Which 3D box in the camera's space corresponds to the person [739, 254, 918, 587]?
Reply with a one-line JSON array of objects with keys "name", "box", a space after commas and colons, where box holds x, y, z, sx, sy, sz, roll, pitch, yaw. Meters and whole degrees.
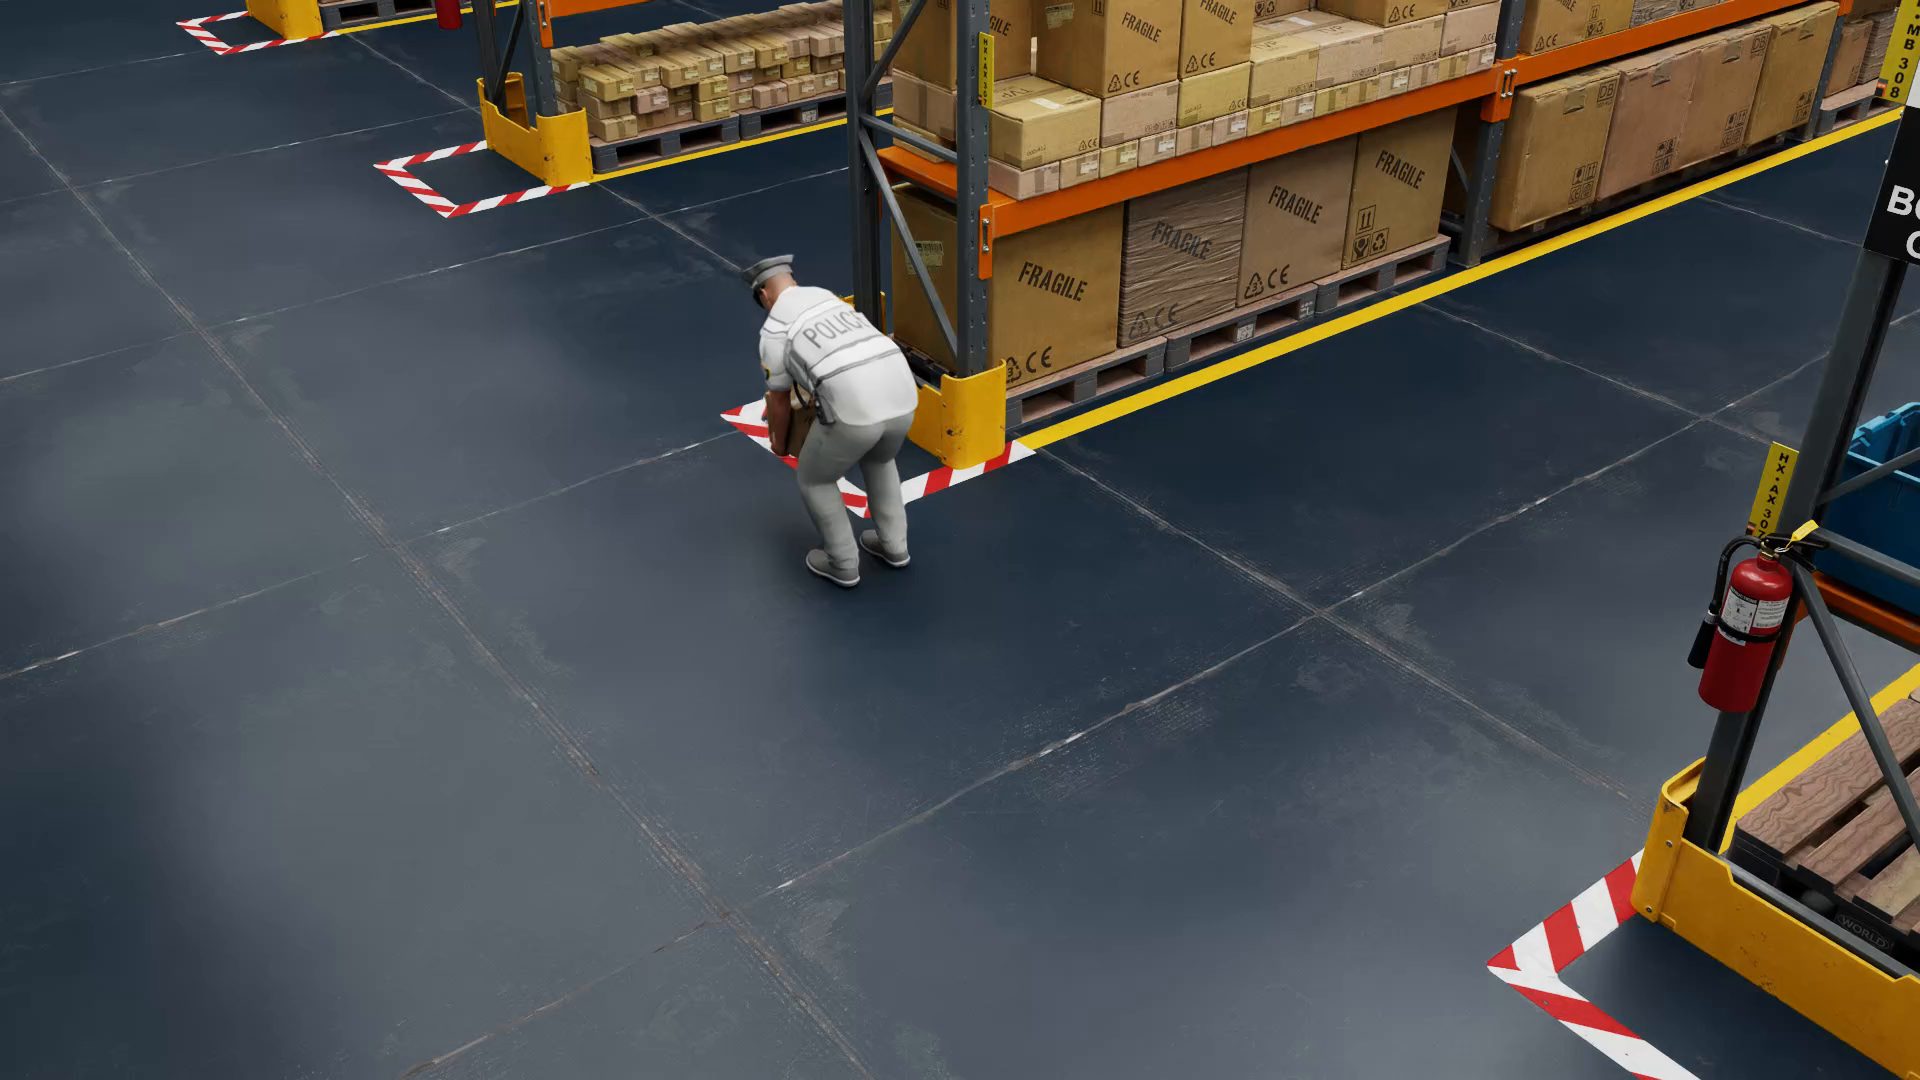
[{"name": "person", "box": [-0.593, -0.544, 7.393, 0.496, 1.341, 0.987, -24, 39, -33]}]
